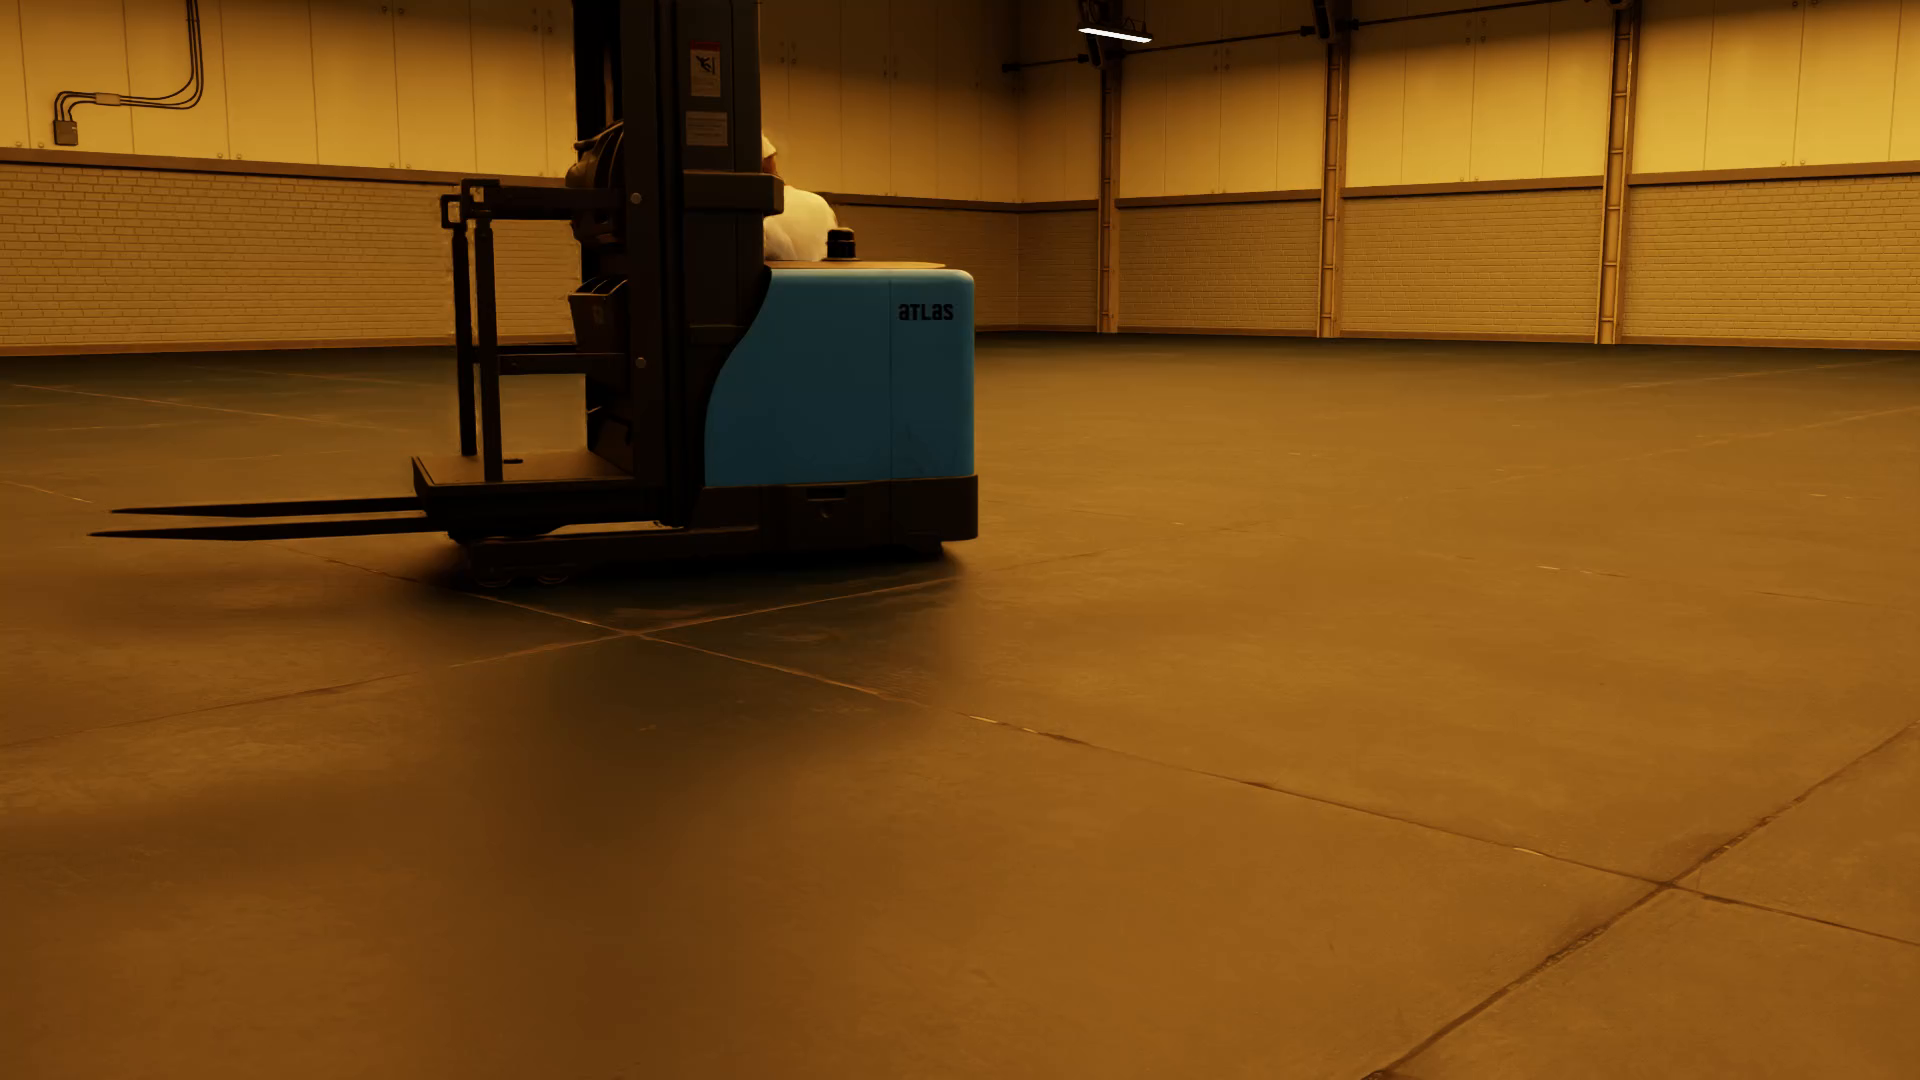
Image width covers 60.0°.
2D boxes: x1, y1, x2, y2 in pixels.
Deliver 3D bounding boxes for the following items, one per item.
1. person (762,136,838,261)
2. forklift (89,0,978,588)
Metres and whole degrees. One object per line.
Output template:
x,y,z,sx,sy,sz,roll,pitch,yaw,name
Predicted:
-0.913,-0.878,7.029,0.963,1.614,0.943,4,10,26,person
-1.503,-1.374,5.999,3.031,2.935,1.130,-3,9,-21,forklift
